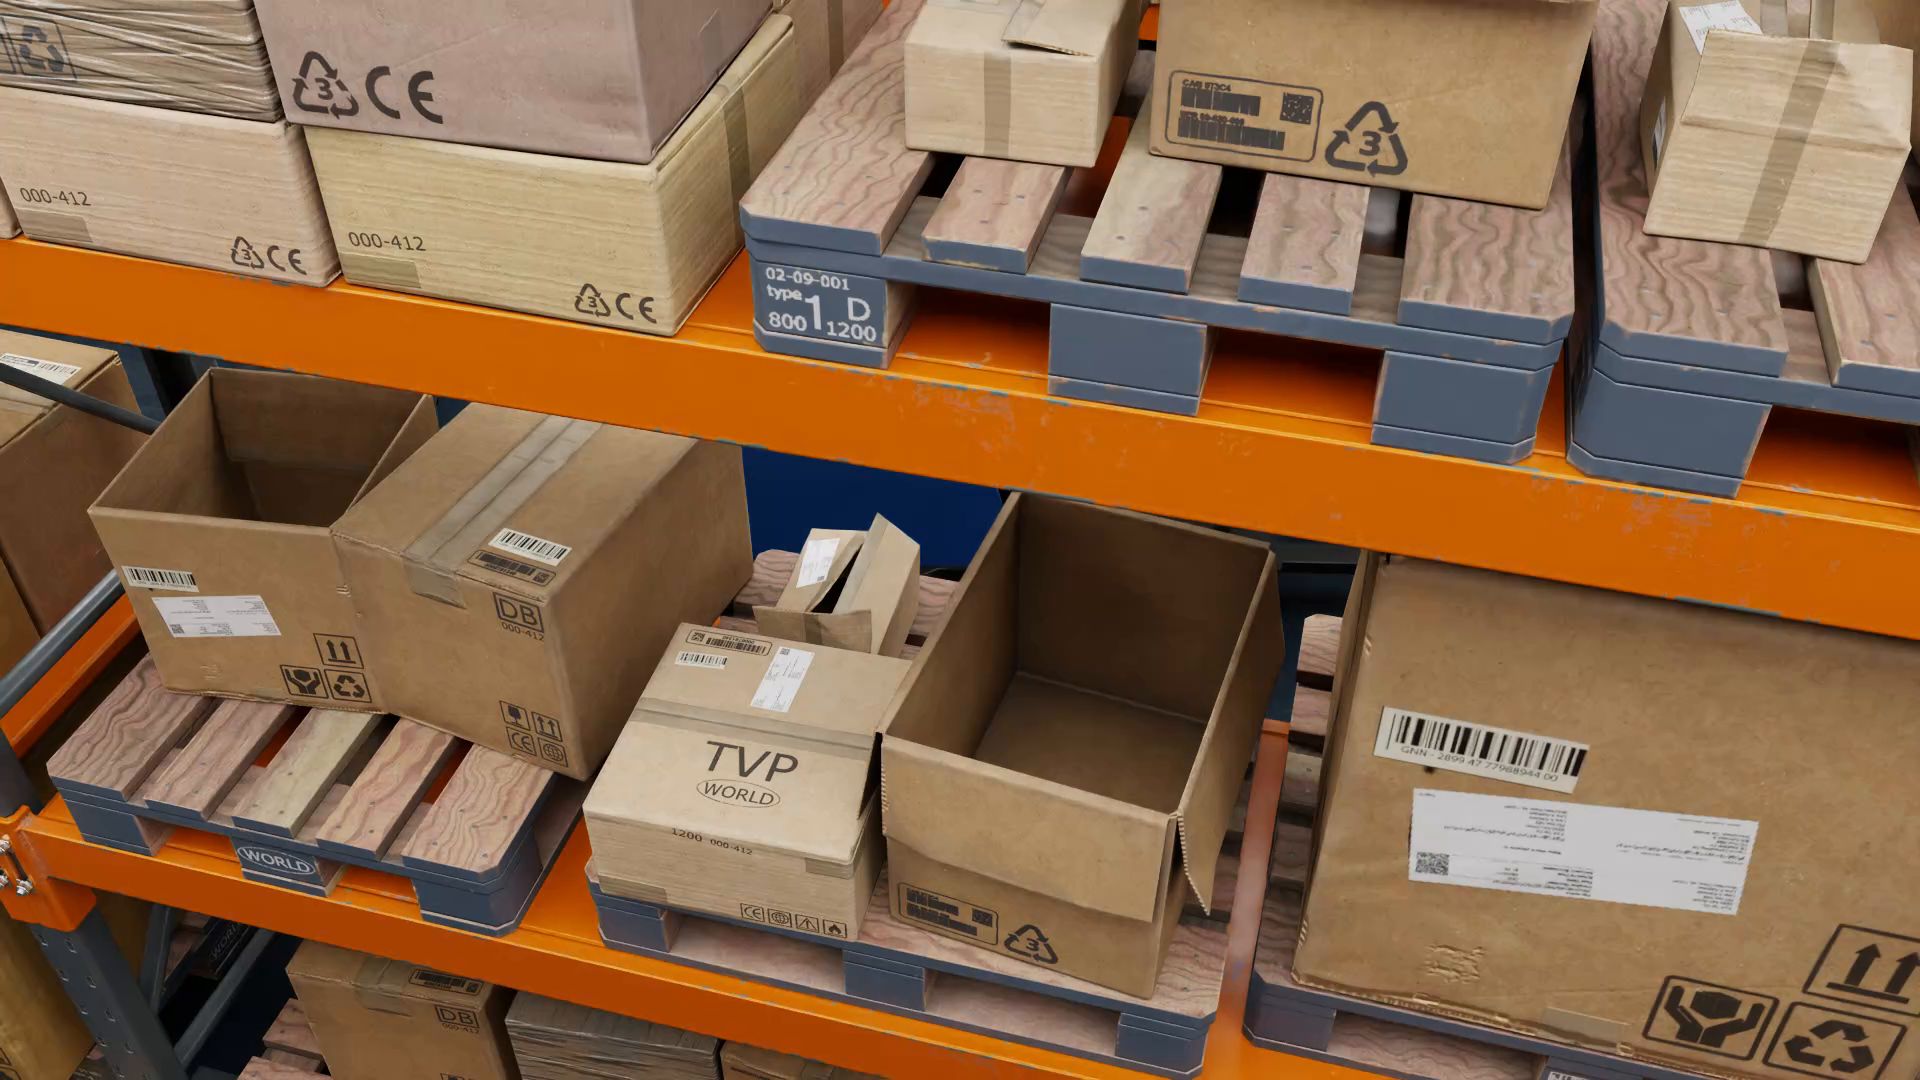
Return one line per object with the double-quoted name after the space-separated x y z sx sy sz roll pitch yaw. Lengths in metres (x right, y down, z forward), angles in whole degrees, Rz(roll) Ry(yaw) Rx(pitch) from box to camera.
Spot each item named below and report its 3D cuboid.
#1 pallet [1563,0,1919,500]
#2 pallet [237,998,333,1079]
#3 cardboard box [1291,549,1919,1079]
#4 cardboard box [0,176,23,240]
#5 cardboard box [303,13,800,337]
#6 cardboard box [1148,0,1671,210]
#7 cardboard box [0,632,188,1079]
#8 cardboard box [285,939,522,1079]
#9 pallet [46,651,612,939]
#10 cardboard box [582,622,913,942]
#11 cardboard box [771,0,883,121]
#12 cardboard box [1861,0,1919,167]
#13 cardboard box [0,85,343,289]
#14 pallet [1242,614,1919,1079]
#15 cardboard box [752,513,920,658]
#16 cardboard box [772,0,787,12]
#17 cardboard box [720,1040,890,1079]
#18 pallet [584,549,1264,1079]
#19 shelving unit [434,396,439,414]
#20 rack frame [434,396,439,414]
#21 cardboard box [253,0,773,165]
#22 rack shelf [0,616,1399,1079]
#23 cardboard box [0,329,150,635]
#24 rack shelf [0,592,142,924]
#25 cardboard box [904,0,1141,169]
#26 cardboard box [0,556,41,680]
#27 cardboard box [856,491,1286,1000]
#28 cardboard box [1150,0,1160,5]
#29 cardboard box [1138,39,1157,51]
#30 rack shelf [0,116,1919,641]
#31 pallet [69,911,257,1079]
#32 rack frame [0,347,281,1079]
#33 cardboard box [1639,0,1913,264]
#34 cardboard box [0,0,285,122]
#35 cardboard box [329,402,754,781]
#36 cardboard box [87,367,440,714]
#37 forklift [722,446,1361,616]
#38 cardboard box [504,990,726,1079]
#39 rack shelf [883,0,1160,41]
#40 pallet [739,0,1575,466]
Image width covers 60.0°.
1.362 -0.450 2.268 1.003 0.211 1.213 10 41 11 "pallet"
-1.179 1.329 4.504 1.213 0.211 1.003 10 41 11 "pallet"
1.199 0.186 2.904 1.000 1.000 1.000 10 41 12 "cardboard box"
-1.545 -0.725 2.565 0.500 0.250 0.500 10 41 12 "cardboard box"
-0.550 -0.560 2.368 0.500 0.250 0.500 11 41 12 "cardboard box"
0.592 -0.850 2.190 0.637 0.503 0.797 11 41 13 "cardboard box"
-2.595 0.655 4.463 0.875 0.875 1.225 8 41 9 "cardboard box"
-1.281 1.018 4.307 0.500 0.500 0.700 8 41 9 "cardboard box"
-1.217 0.256 3.762 1.003 0.211 1.213 10 41 11 "pallet"
-0.374 0.448 3.174 0.500 0.250 0.500 9 41 10 "cardboard box"
-0.444 -0.875 2.744 0.500 0.250 0.500 11 41 13 "cardboard box"
1.502 -0.694 2.004 0.637 0.503 0.797 8 41 9 "cardboard box"
-1.049 -0.639 2.463 0.500 0.250 0.500 11 41 12 "cardboard box"
1.230 0.651 3.291 1.213 0.211 1.003 10 41 11 "pallet"
-0.253 0.130 3.540 0.258 0.266 0.396 9 41 10 "cardboard box"
-0.435 -1.154 2.493 0.500 0.500 0.500 10 41 12 "cardboard box"
-0.192 1.192 4.100 0.500 0.500 0.700 13 42 15 "cardboard box"
-0.011 0.507 3.463 1.213 0.211 1.003 10 41 11 "pallet"
-1.473 -0.761 5.990 1.048 1.500 0.538 9 41 11 "shelving unit"
-1.966 -0.842 6.087 0.032 1.500 0.500 9 41 11 "rack frame"
-0.569 -0.844 2.124 0.500 0.500 0.500 9 41 10 "cardboard box"
-0.001 0.738 3.598 4.000 0.370 1.077 10 41 11 "rack shelf"
-2.333 -0.158 4.028 0.500 0.500 0.500 11 41 13 "cardboard box"
-3.865 0.073 4.390 4.000 0.370 1.077 10 41 11 "rack shelf"
0.094 -0.674 2.243 0.250 0.166 0.380 9 41 10 "cardboard box"
-2.474 0.164 3.645 0.500 0.500 0.500 11 41 13 "cardboard box"
0.232 0.364 3.077 0.637 0.503 0.797 14 42 16 "cardboard box"
0.789 -2.564 6.892 0.500 0.500 0.500 10 41 11 "cardboard box"
0.857 -1.933 7.643 0.750 0.750 1.050 10 41 12 "cardboard box"
-0.001 -0.411 2.633 4.000 0.370 1.077 10 41 11 "rack shelf"
-2.676 1.020 4.871 1.213 0.211 1.003 10 41 11 "pallet"
-1.933 0.130 3.763 0.127 3.000 1.000 10 41 11 "rack frame"
0.997 -0.557 2.026 0.258 0.266 0.396 11 41 13 "cardboard box"
-1.057 -0.924 2.219 0.500 0.500 0.500 10 41 12 "cardboard box"
-0.836 0.027 3.482 0.500 0.500 0.700 16 42 18 "cardboard box"
-1.401 -0.004 3.518 0.500 0.500 0.500 5 40 6 "cardboard box"
0.624 -1.109 5.291 3.031 2.935 1.130 1 40 1 "forklift"
-0.742 1.102 4.207 0.500 0.500 0.700 7 40 8 "cardboard box"
1.378 -2.327 7.247 4.000 0.370 1.077 10 41 11 "rack shelf"
0.359 -0.621 2.471 1.003 0.211 1.213 10 41 11 "pallet"
